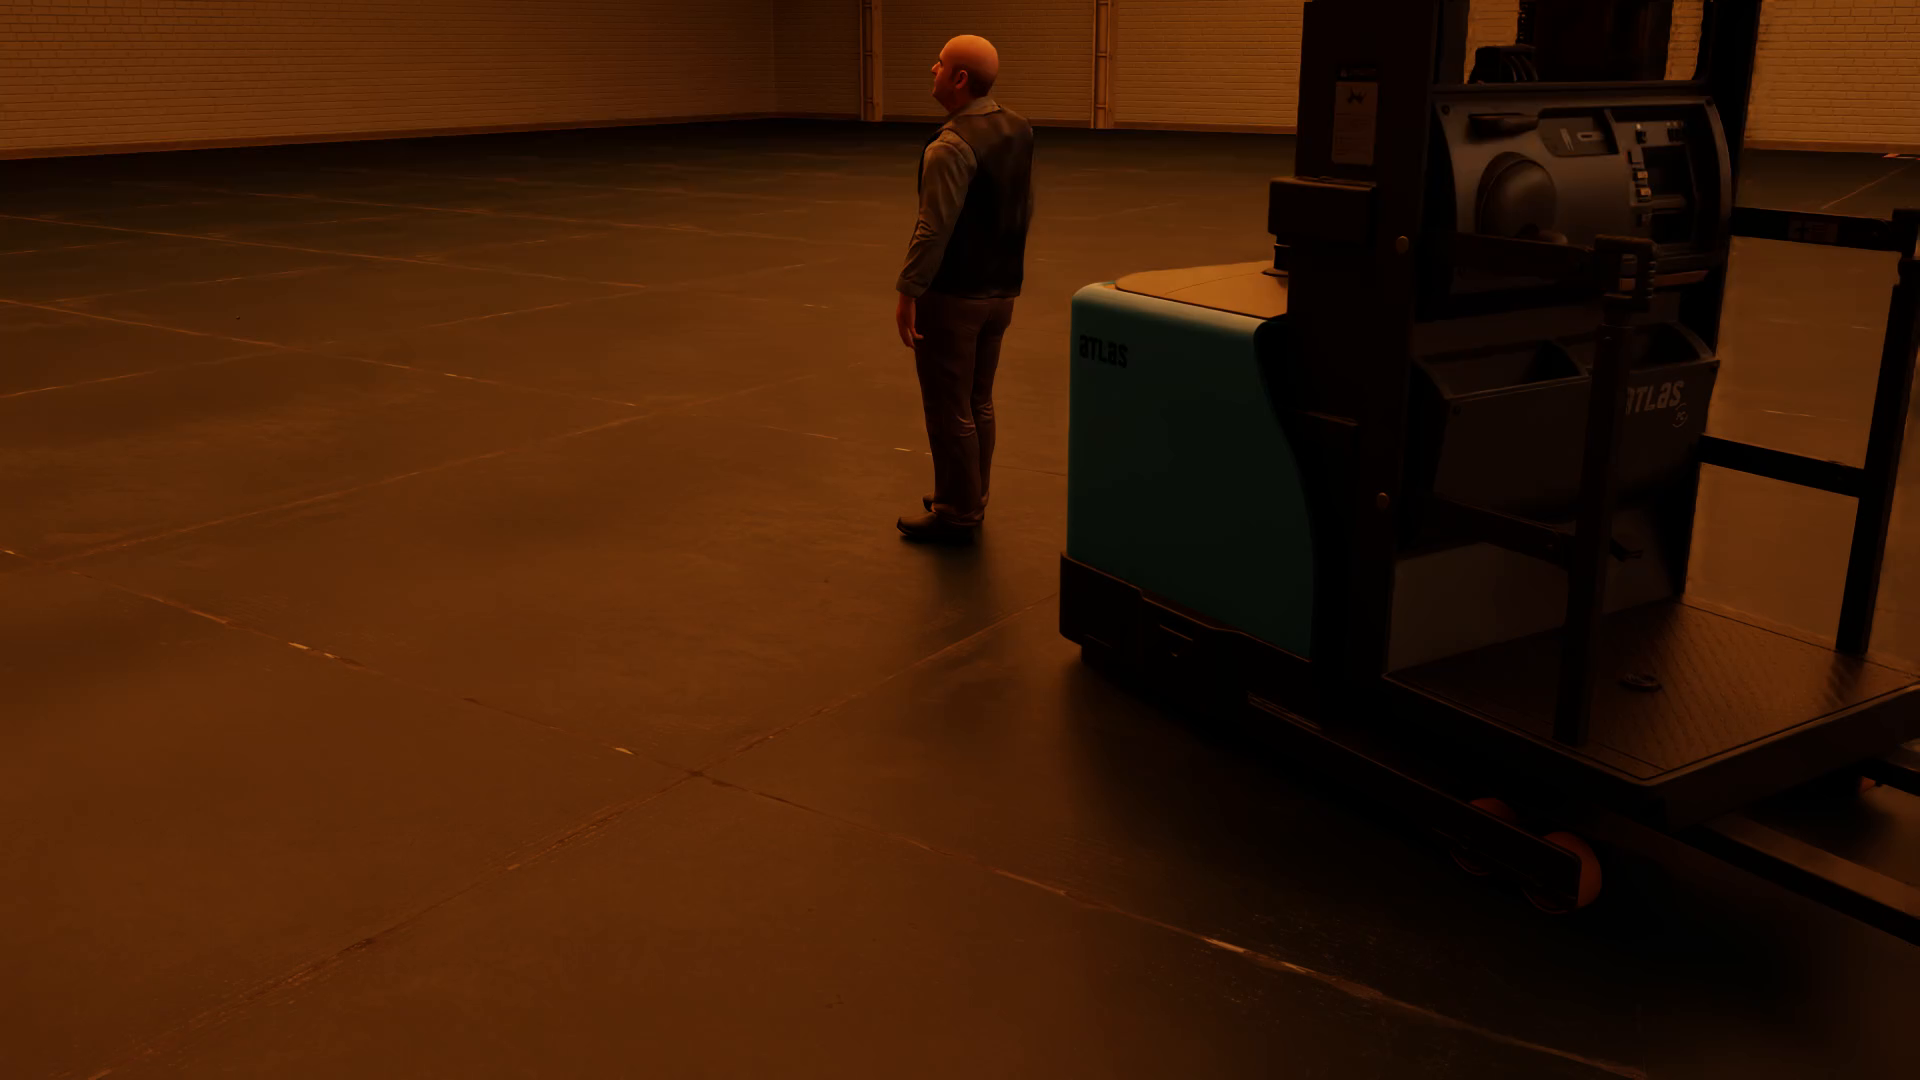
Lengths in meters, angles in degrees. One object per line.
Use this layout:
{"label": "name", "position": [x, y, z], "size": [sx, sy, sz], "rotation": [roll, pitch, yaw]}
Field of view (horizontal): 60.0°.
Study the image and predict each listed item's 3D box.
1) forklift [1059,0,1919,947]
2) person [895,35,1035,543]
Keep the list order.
{"label": "forklift", "position": [1.498, -0.793, 3.484], "size": [1.130, 2.935, 3.031], "rotation": [-10, 19, -31]}
{"label": "person", "position": [-0.046, -0.844, 5.740], "size": [0.568, 1.720, 0.632], "rotation": [11, 20, 33]}
